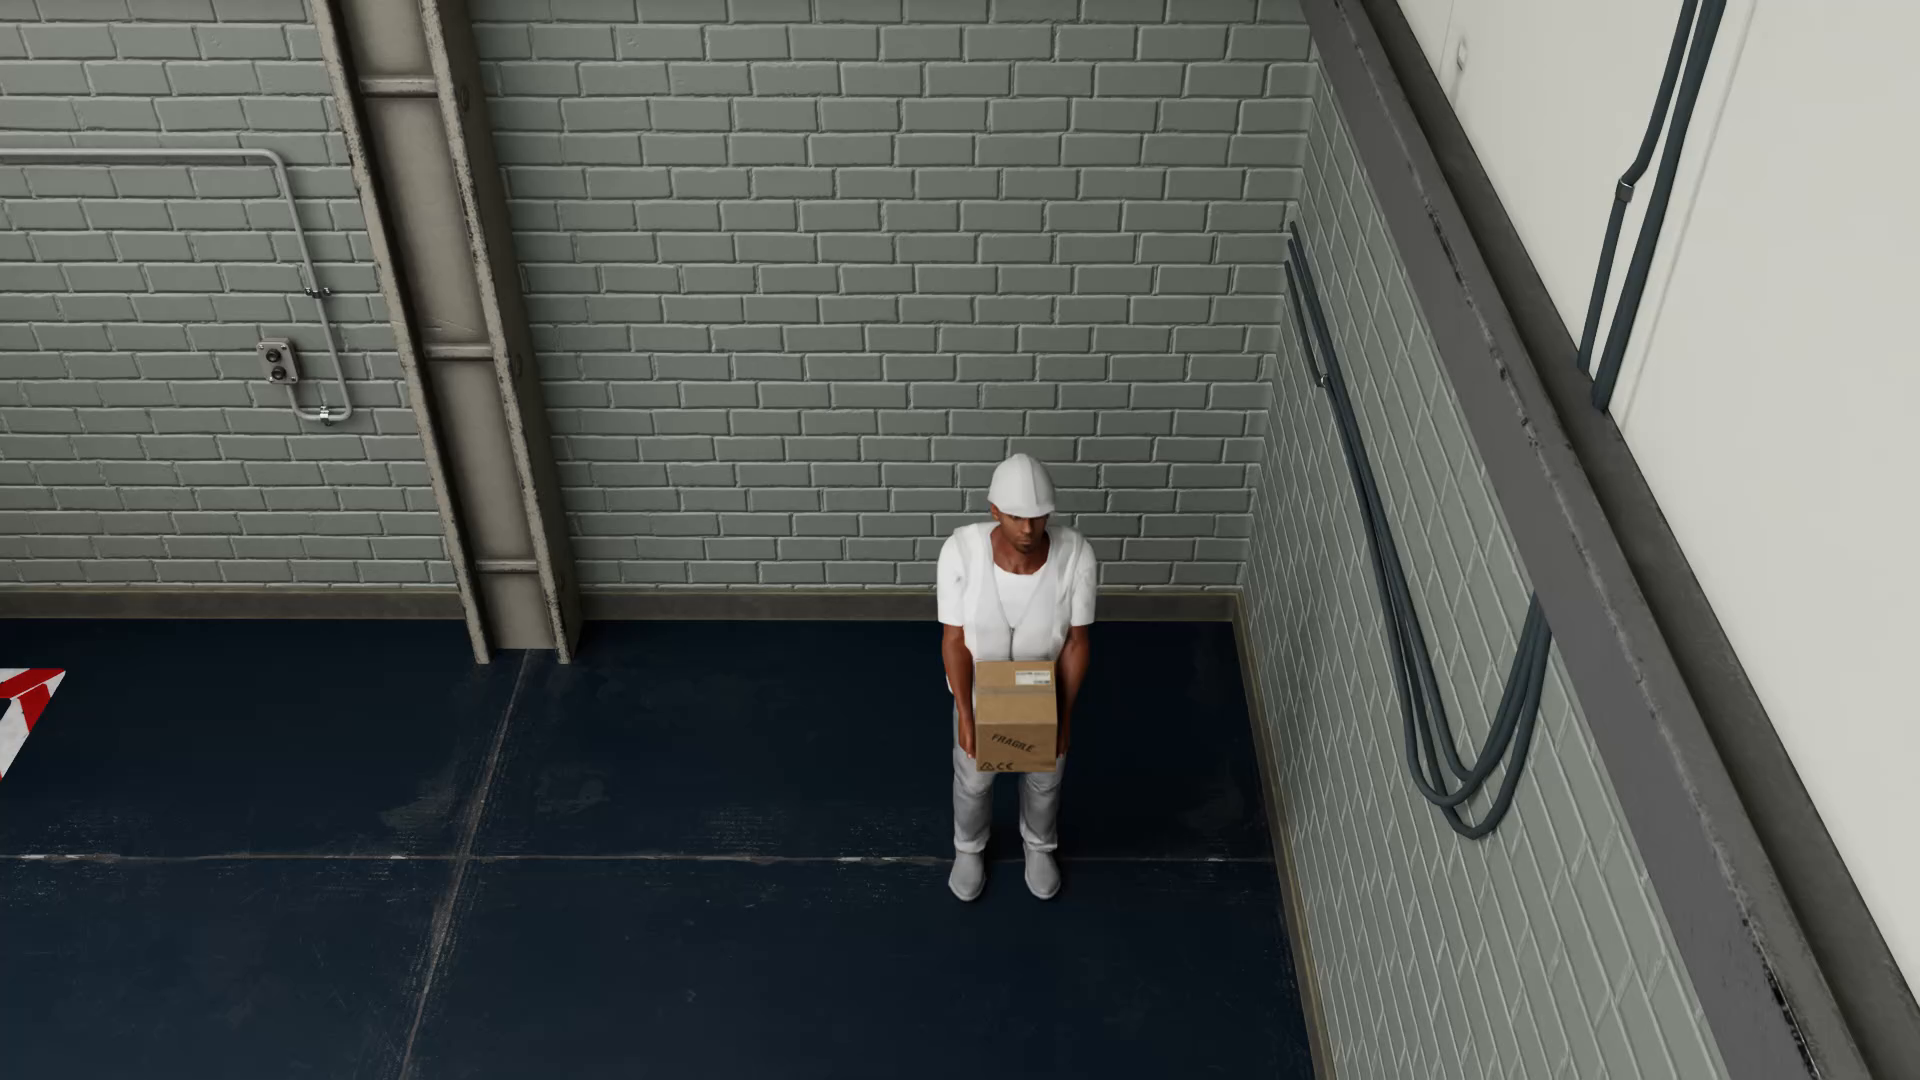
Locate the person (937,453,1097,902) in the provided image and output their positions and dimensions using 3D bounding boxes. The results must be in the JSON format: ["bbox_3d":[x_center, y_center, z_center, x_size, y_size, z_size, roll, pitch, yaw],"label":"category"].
[{"bbox_3d":[0.182,0.546,5.471,0.510,1.767,0.575,0,39,0],"label":"person"}]
